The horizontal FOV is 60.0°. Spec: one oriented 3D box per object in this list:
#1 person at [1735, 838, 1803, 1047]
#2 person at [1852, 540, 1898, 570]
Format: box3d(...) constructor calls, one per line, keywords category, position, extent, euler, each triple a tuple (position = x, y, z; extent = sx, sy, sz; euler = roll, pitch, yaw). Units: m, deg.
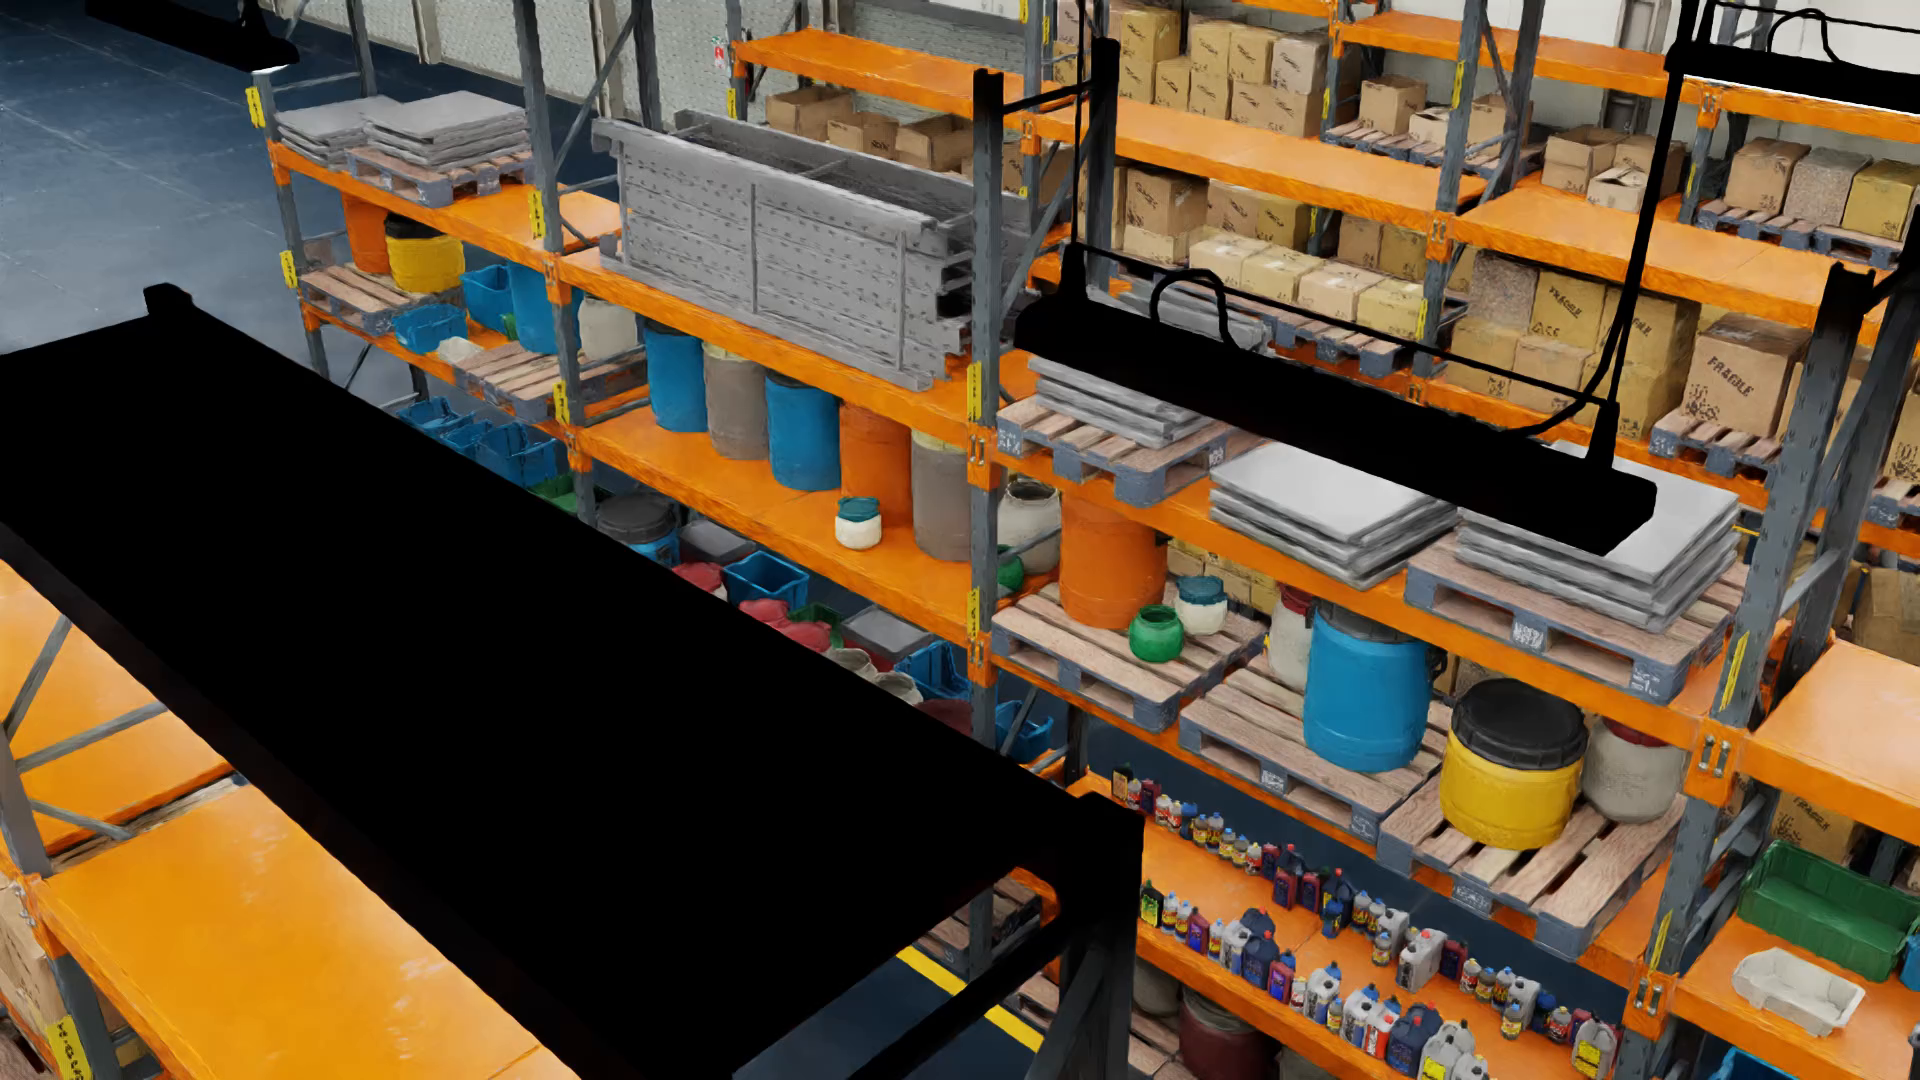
box3d(category="person", position=(4.855, 2.475, 10.109), extent=(0.565, 1.665, 0.554), euler=(-12, 32, -21))
box3d(category="person", position=(8.001, -0.111, 14.687), extent=(1.116, 1.665, 0.547), euler=(23, 37, 35))
